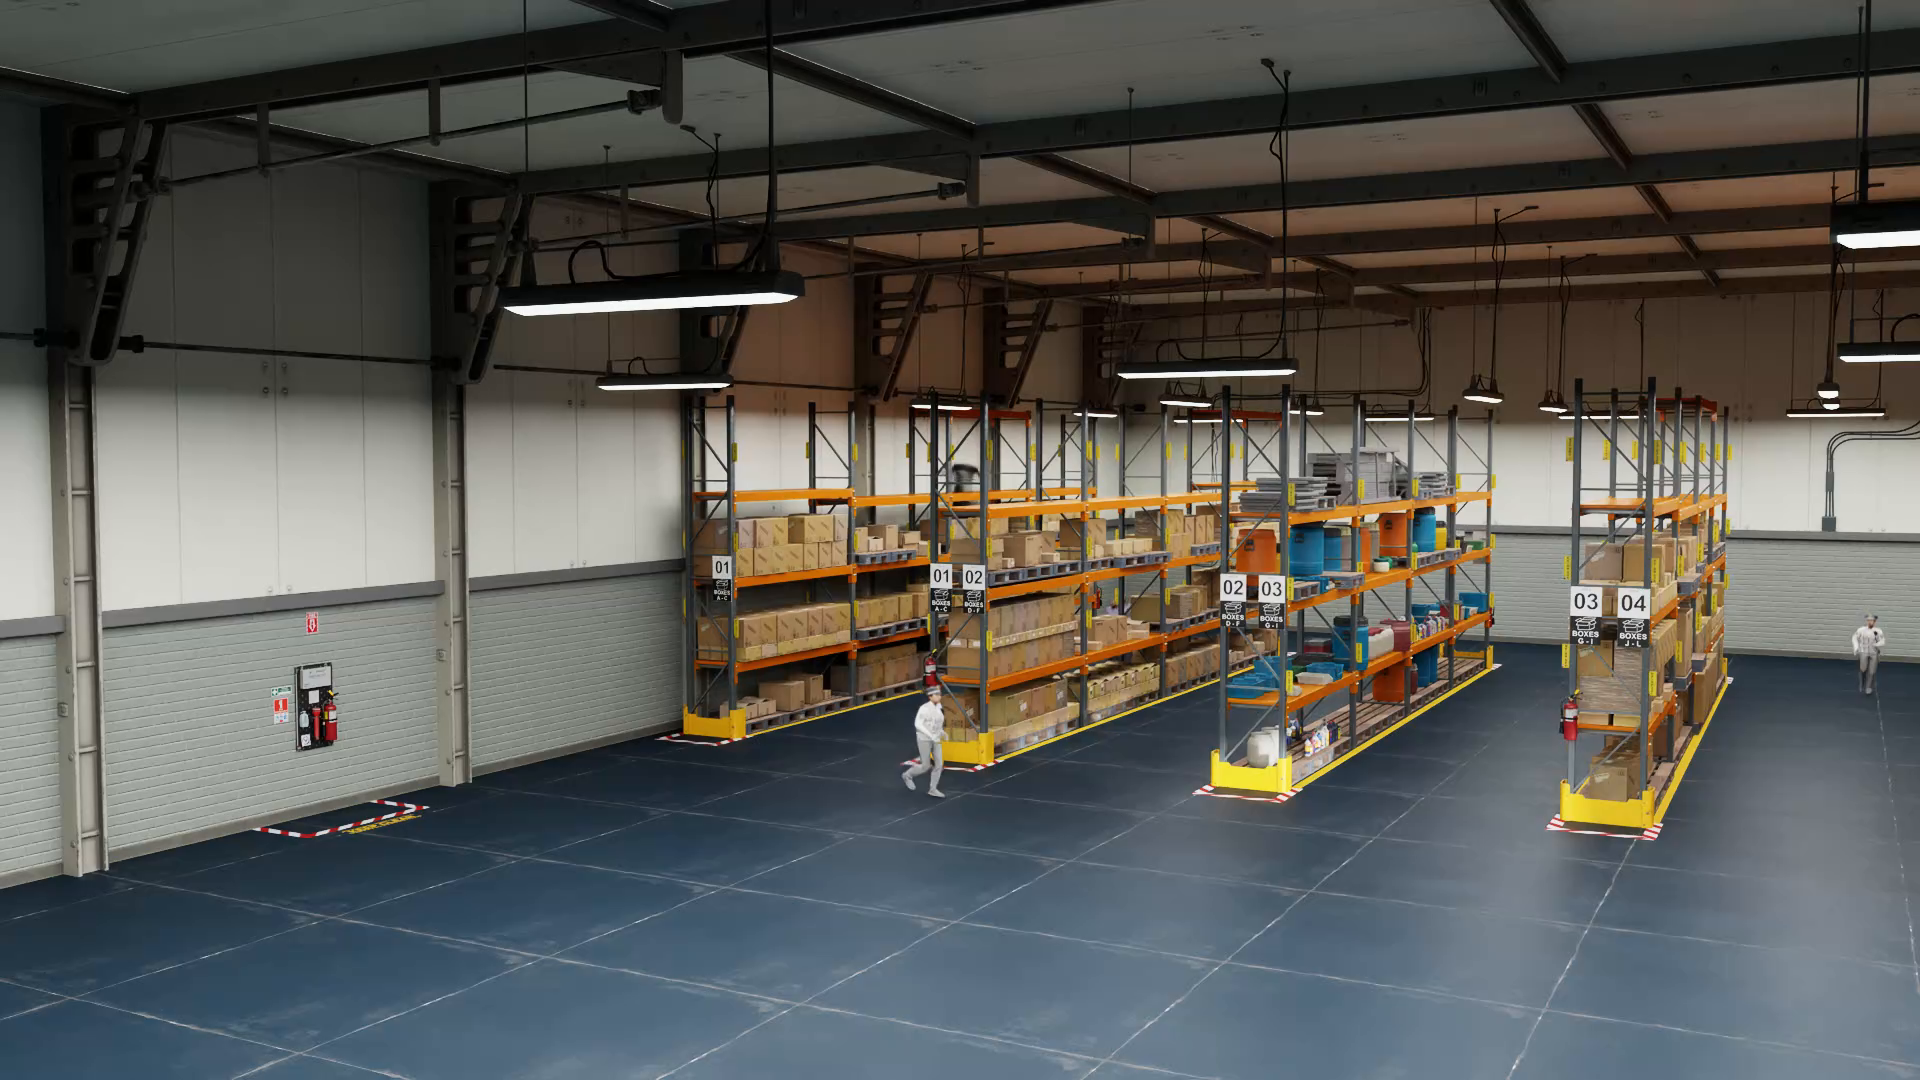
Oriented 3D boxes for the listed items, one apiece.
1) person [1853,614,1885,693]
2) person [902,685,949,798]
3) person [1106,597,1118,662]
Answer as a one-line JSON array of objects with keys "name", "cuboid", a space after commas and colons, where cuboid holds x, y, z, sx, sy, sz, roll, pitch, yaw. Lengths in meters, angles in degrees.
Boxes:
[{"name": "person", "cuboid": [18.767, 2.347, 34.329, 0.578, 1.655, 0.613, 1, 3, 25]}, {"name": "person", "cuboid": [-0.517, 2.914, 24.258, 0.747, 1.644, 0.617, 3, 4, 40]}, {"name": "person", "cuboid": [3.629, 2.152, 39.023, 0.504, 1.666, 0.800, 1, 3, 19]}]
